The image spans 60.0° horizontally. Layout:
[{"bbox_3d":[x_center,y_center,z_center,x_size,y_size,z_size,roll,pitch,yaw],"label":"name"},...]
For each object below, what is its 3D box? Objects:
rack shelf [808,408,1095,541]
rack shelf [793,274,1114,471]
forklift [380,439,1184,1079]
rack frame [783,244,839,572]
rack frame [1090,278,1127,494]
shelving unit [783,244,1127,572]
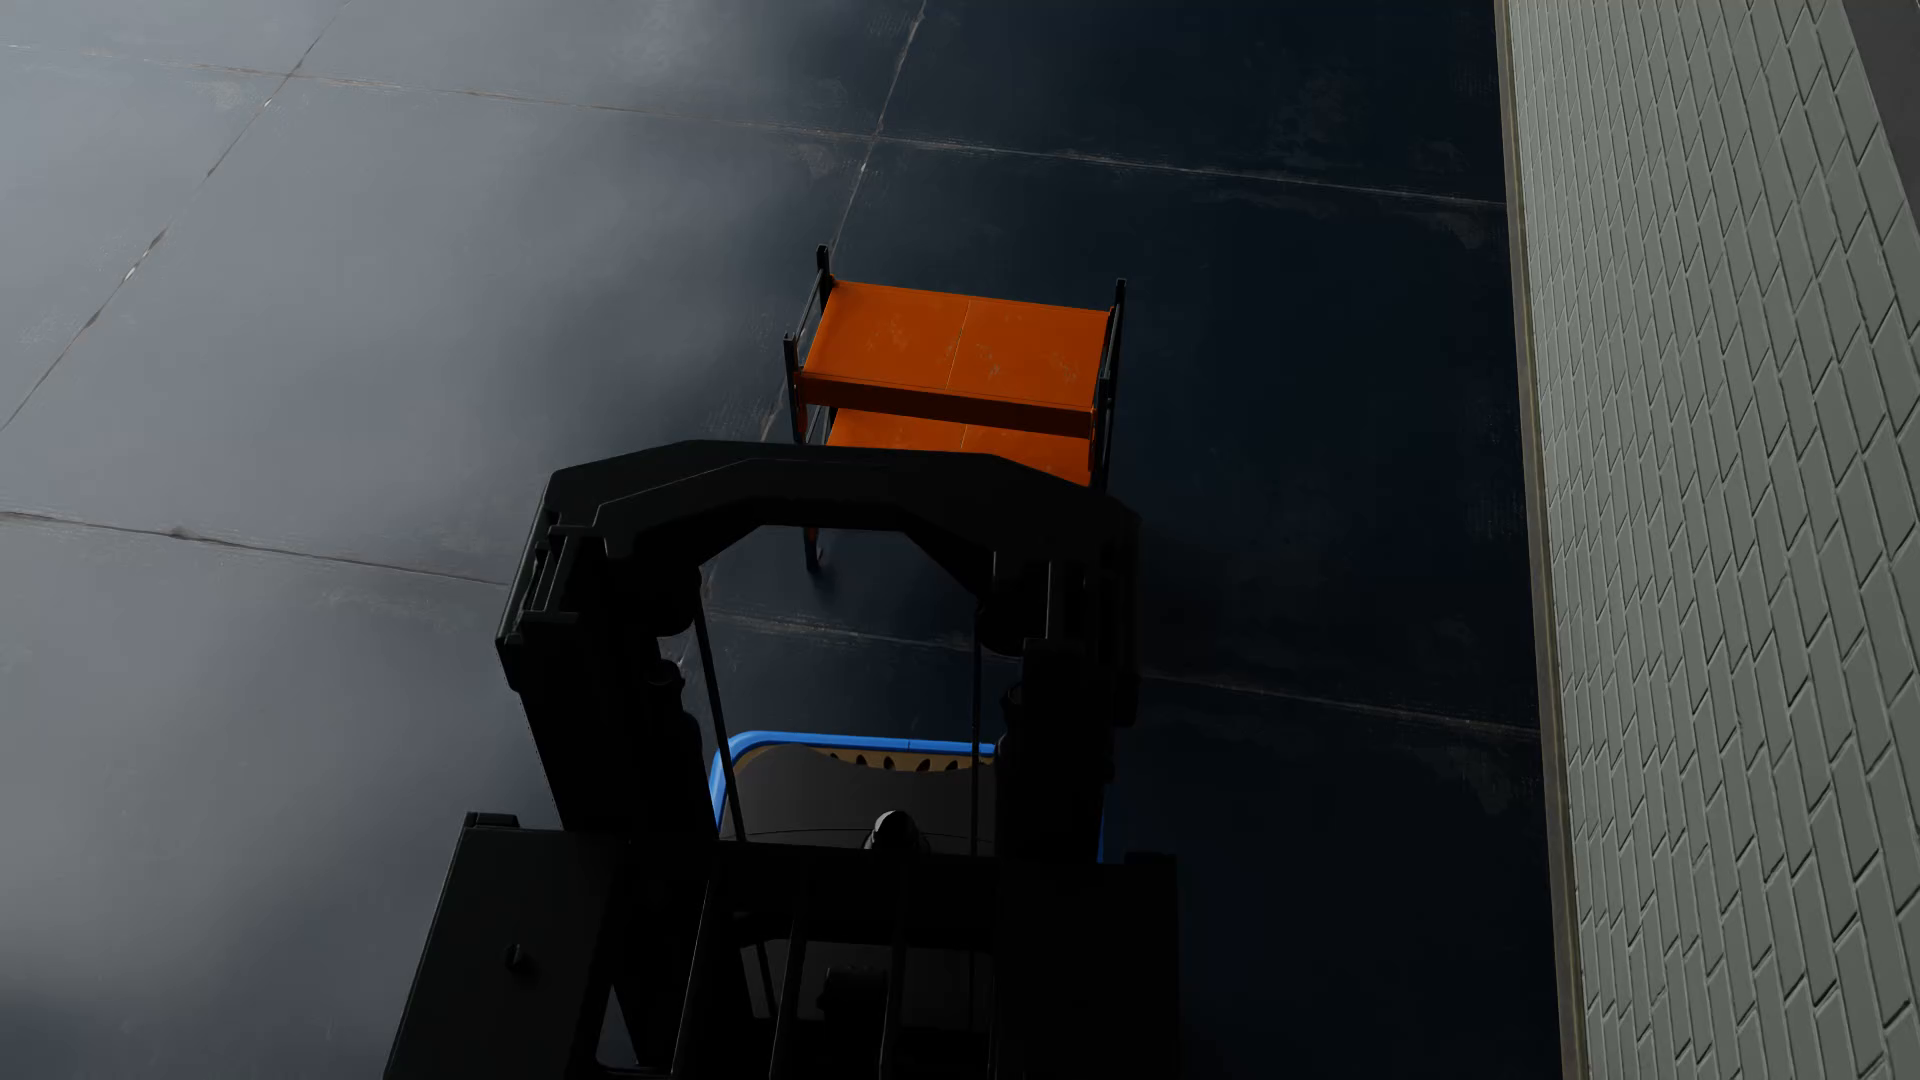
[{"bbox_3d":[-0.007,-0.213,6.014,1.000,0.278,0.538,8,49,7],"label":"rack shelf"},{"bbox_3d":[-0.007,-0.572,5.615,1.000,0.278,0.538,8,49,7],"label":"rack shelf"},{"bbox_3d":[-0.235,1.355,3.062,1.130,2.935,3.031,3,48,3],"label":"forklift"},{"bbox_3d":[-0.507,-0.444,5.893,0.032,1.125,0.500,8,49,7],"label":"rack frame"},{"bbox_3d":[0.494,-0.310,5.772,0.032,1.125,0.500,8,49,7],"label":"rack frame"},{"bbox_3d":[-0.007,-0.377,5.832,1.048,1.125,0.538,8,49,7],"label":"shelving unit"}]
